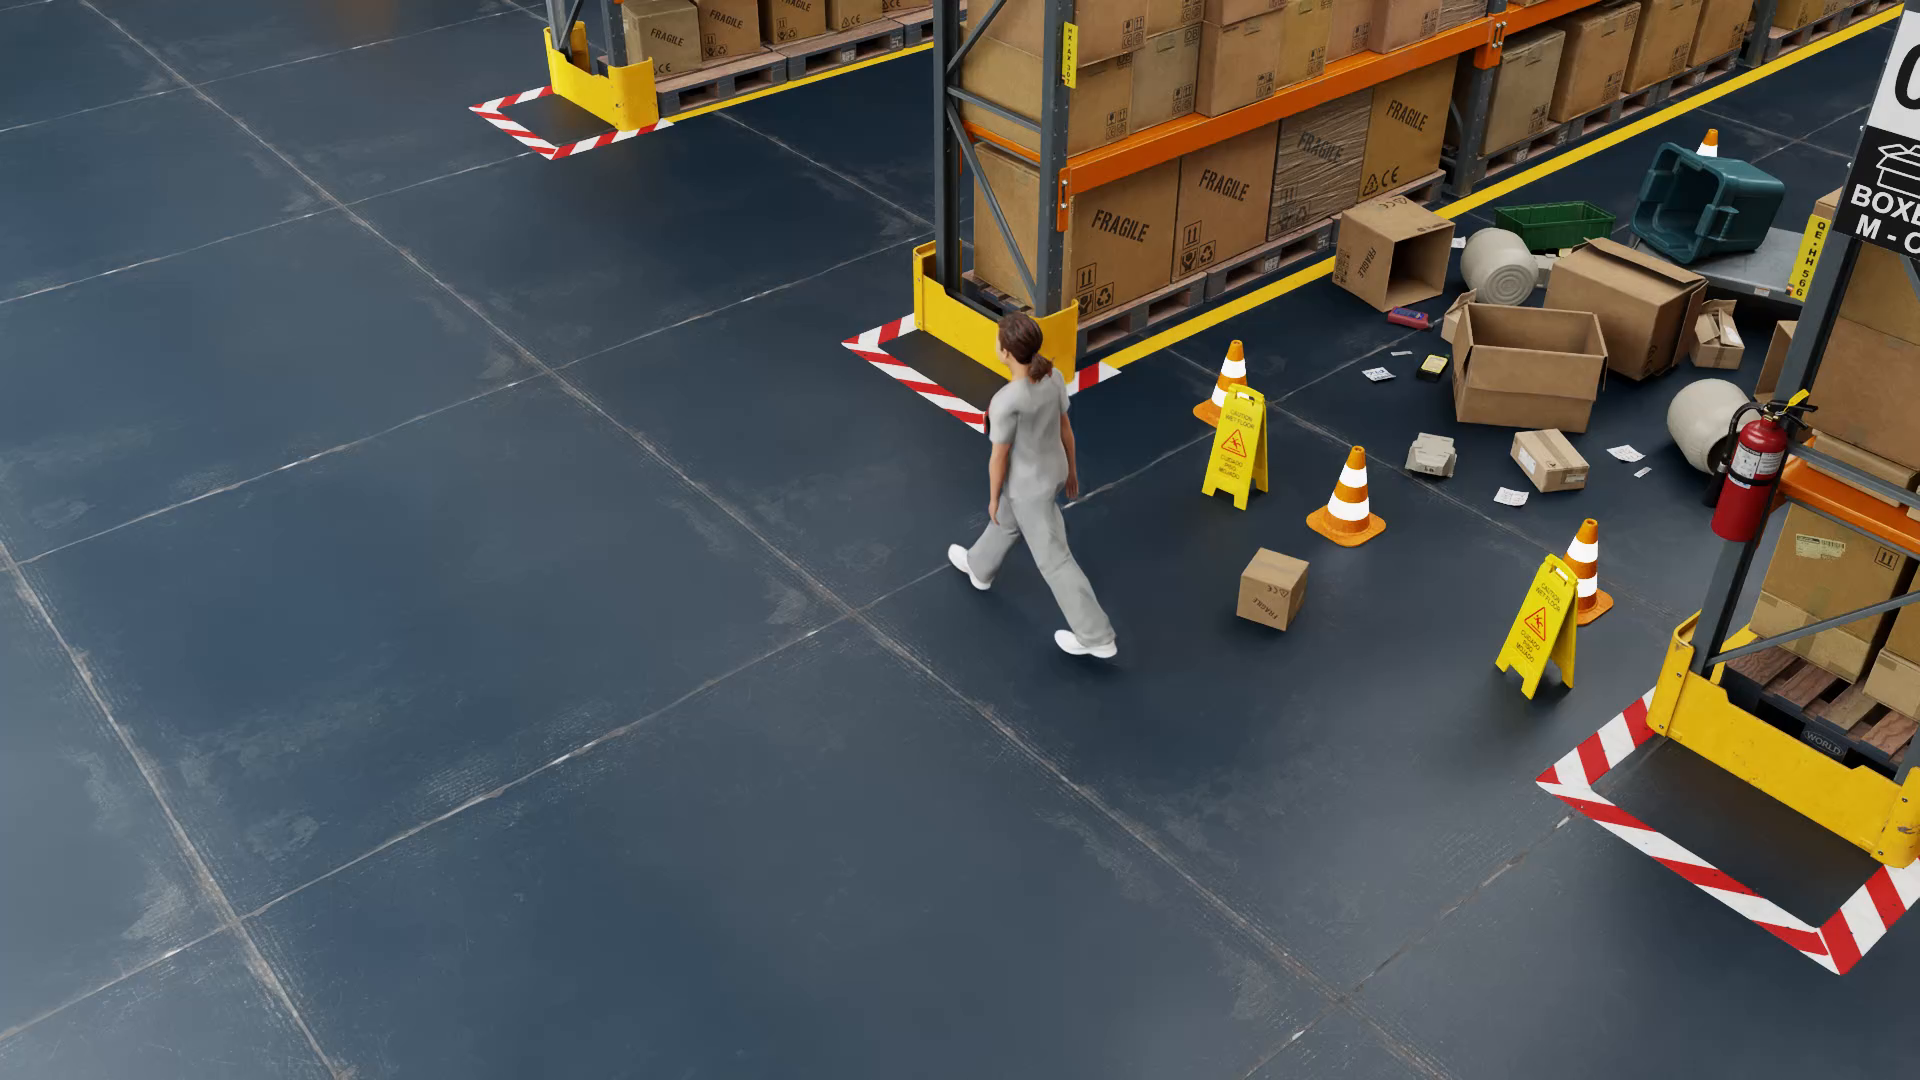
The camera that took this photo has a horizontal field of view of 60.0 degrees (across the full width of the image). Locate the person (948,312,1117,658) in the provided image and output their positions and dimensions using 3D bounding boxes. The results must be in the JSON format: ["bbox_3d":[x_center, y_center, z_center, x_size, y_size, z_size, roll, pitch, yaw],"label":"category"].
[{"bbox_3d":[0.297,-0.275,7.481,1.097,1.600,0.448,23,42,29],"label":"person"}]
